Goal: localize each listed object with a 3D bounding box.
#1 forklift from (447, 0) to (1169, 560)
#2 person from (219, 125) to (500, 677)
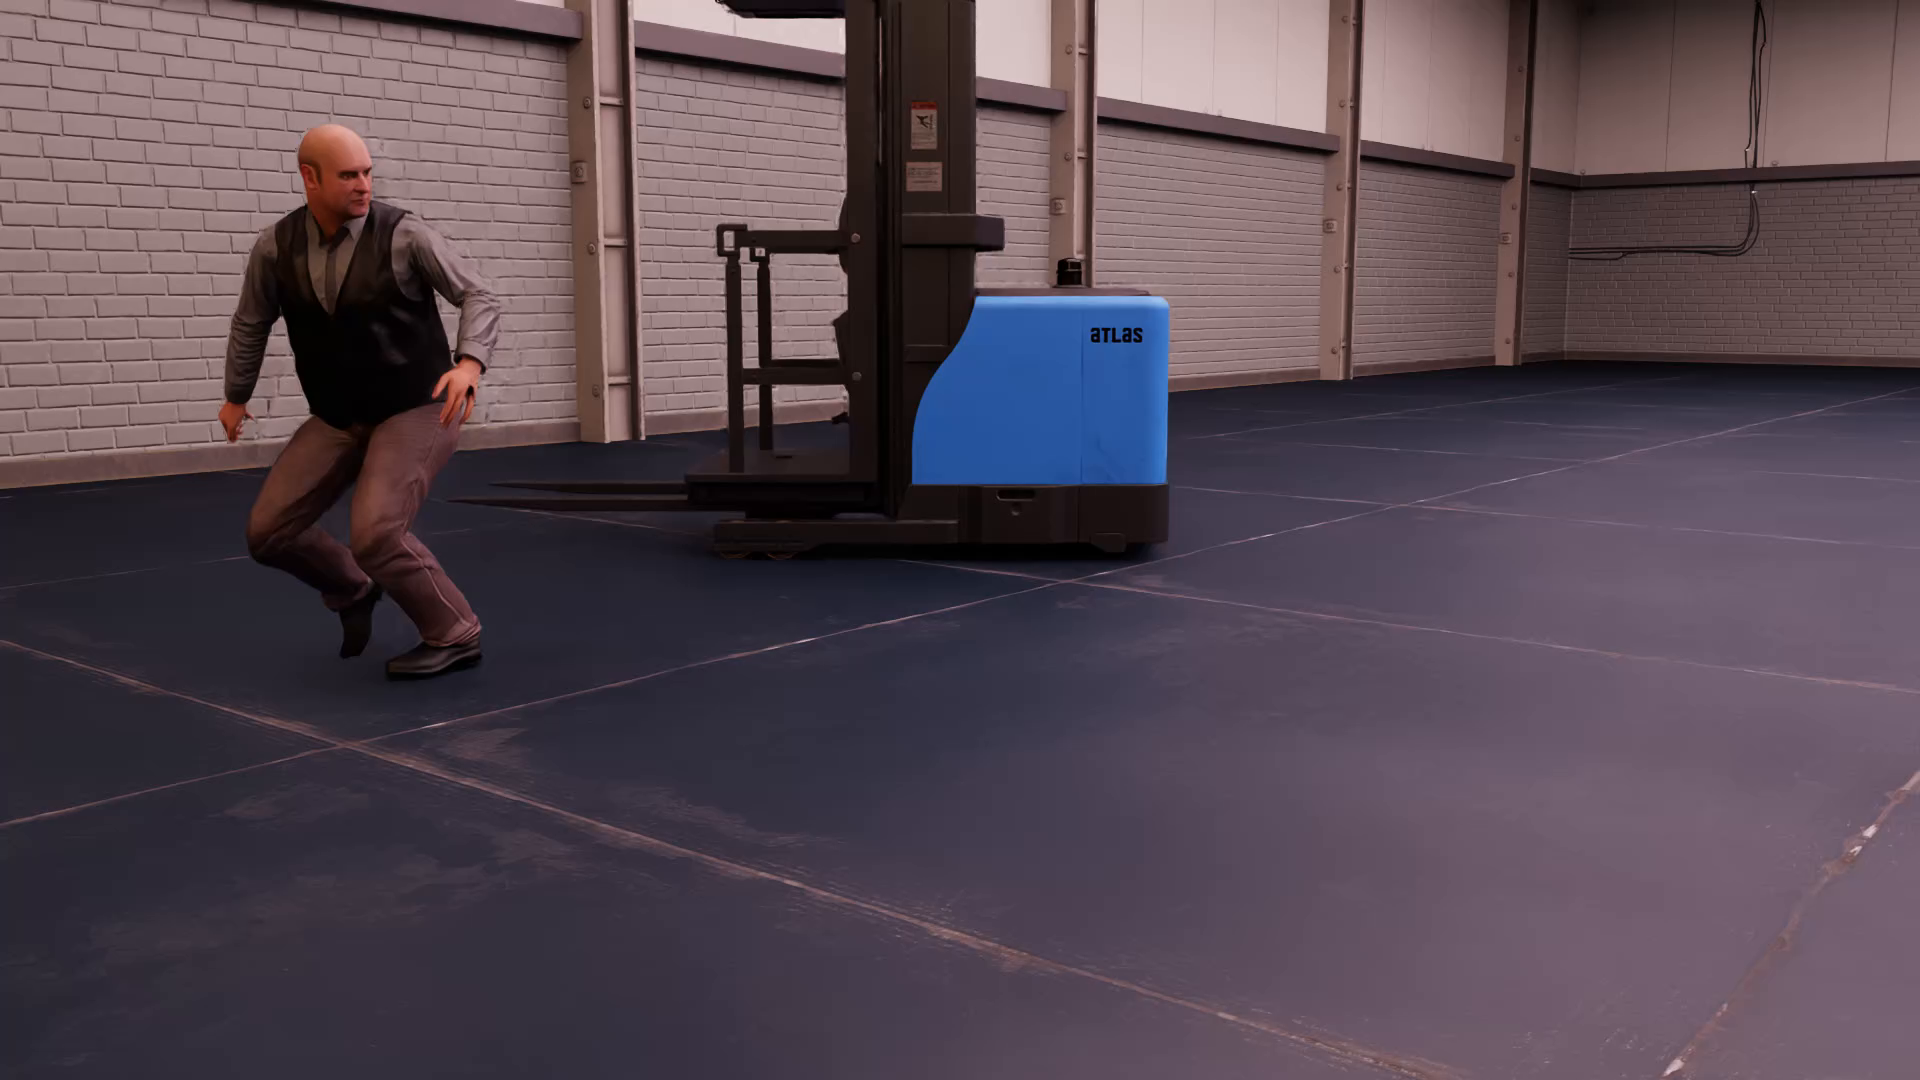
[{"bbox_3d":[-0.646,-1.444,7.148,3.031,2.935,1.130,0,8,0],"label":"forklift"},{"bbox_3d":[-1.736,-0.363,4.755,0.939,1.574,0.508,2,9,14],"label":"person"}]
